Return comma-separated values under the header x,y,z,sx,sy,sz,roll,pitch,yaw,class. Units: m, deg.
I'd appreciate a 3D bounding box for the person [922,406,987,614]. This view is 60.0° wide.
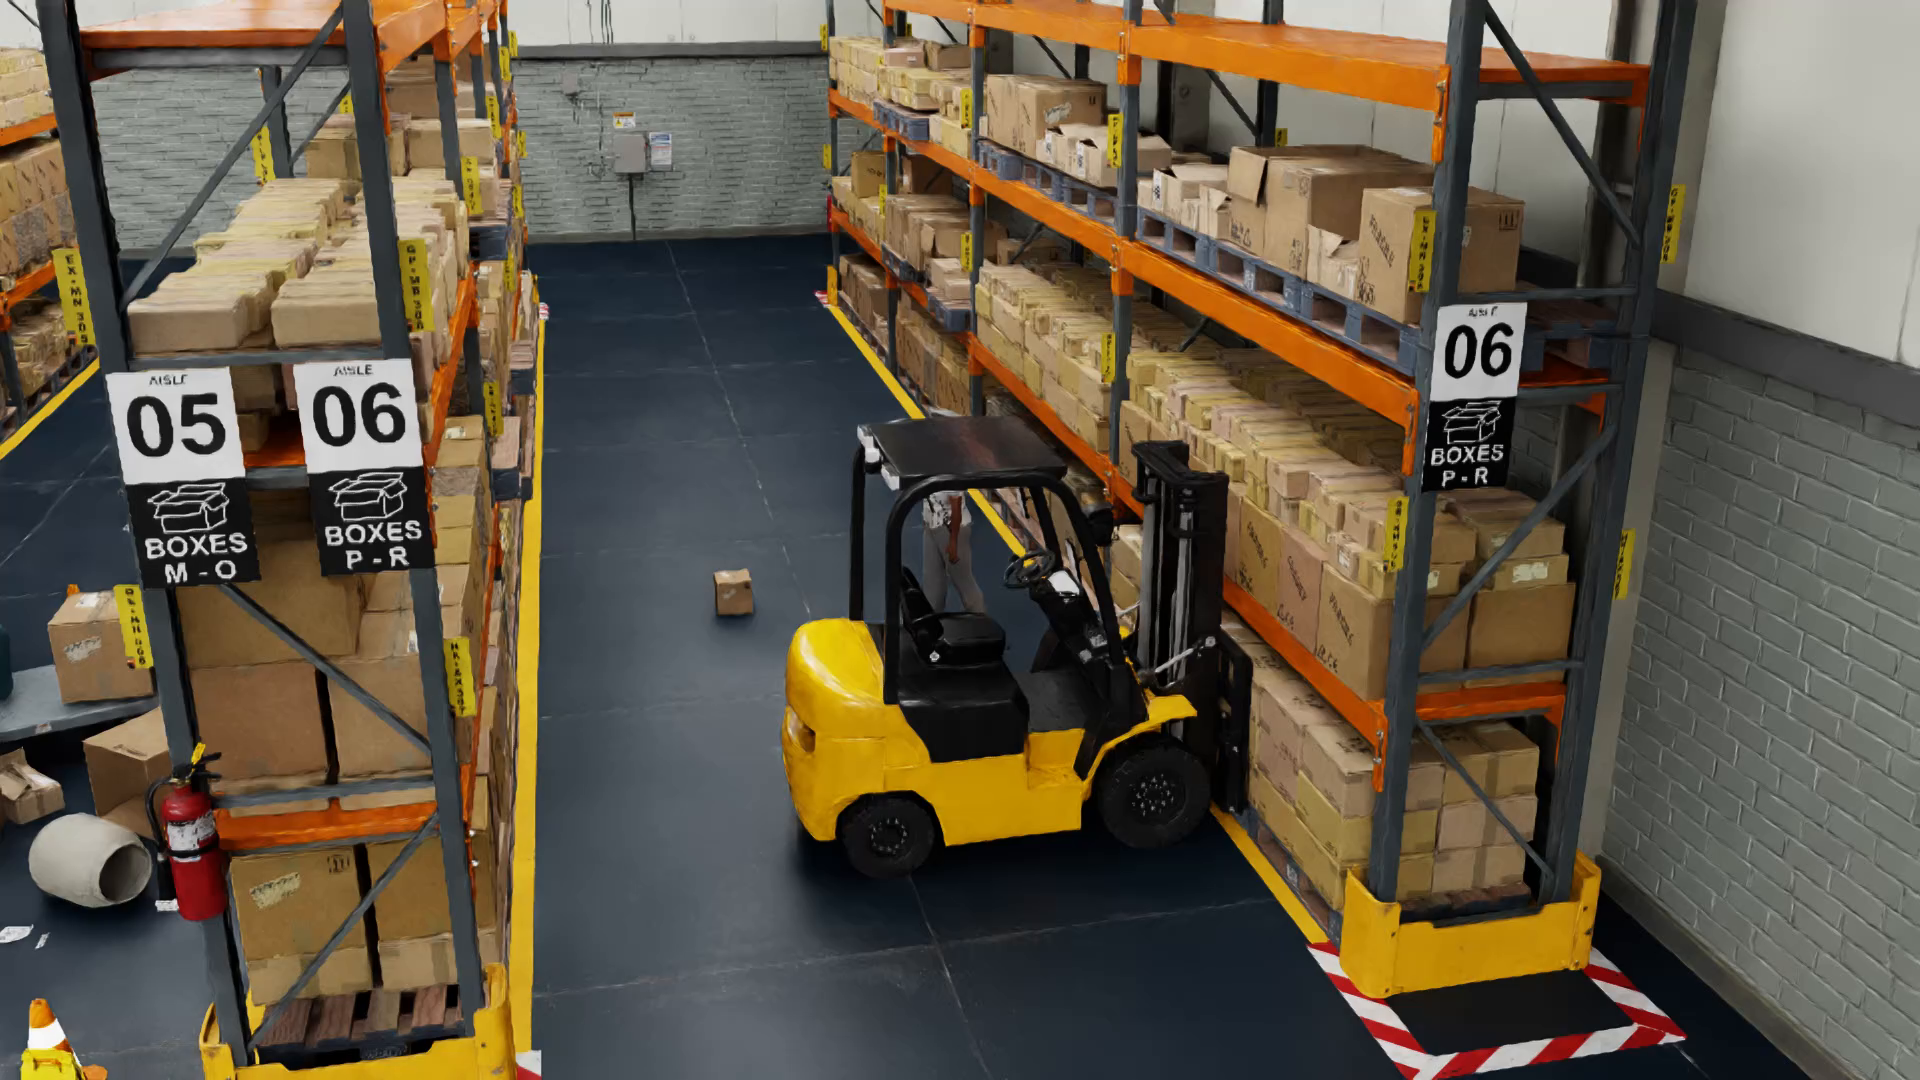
x,y,z,sx,sy,sz,roll,pitch,yaw,class
-0.116,-0.098,11.279,0.577,1.664,0.657,-6,21,-16,person
